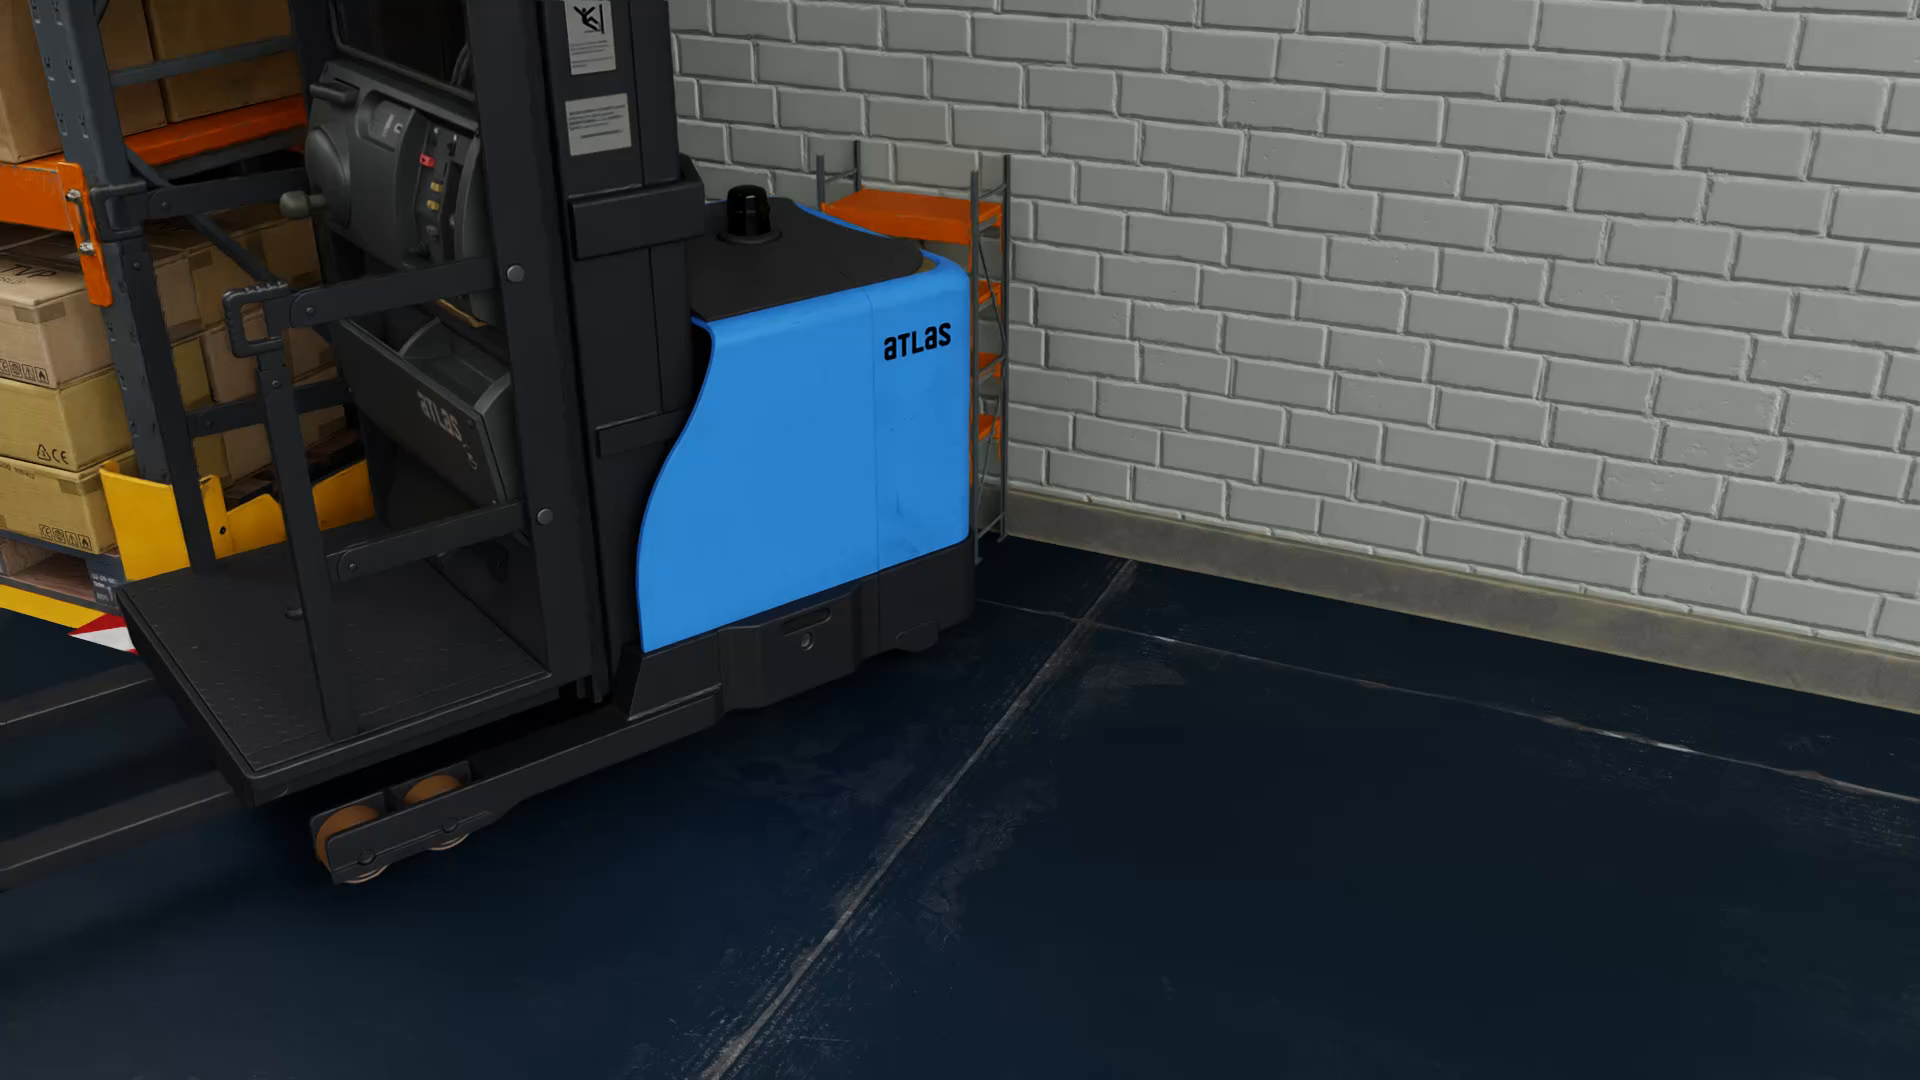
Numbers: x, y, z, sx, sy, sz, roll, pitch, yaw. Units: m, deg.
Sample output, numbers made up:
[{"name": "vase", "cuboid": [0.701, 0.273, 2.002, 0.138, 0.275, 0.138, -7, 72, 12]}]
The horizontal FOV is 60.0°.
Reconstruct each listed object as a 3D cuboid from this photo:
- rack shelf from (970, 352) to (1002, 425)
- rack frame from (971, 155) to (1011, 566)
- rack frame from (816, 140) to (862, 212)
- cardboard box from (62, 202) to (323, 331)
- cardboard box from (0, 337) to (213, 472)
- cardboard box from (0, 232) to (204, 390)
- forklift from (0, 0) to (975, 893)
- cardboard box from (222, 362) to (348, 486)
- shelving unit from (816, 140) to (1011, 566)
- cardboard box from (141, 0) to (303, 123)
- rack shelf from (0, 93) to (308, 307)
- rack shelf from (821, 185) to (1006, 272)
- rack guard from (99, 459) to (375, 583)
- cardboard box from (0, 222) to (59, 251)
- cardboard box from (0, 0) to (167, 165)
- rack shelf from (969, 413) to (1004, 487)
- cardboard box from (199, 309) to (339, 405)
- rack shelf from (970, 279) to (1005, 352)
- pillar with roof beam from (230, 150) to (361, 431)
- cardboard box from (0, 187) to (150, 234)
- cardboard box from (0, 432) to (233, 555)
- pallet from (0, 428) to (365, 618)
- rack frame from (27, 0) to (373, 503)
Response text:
[{"name": "rack shelf", "cuboid": [-0.131, -0.494, 5.030, 0.480, 0.148, 0.258, 11, 27, 23]}, {"name": "rack frame", "cuboid": [0.089, -0.511, 4.907, 0.015, 1.200, 0.240, 11, 27, 23]}, {"name": "rack frame", "cuboid": [-0.352, -0.598, 5.097, 0.015, 1.200, 0.240, 11, 27, 23]}, {"name": "cardboard box", "cuboid": [-2.348, -0.865, 5.117, 0.500, 0.250, 0.500, 11, 28, 21]}, {"name": "cardboard box", "cuboid": [-2.561, -0.440, 4.820, 0.500, 0.250, 0.500, 11, 28, 21]}, {"name": "cardboard box", "cuboid": [-2.537, -0.660, 4.700, 0.500, 0.250, 0.500, 12, 29, 24]}, {"name": "forklift", "cuboid": [-1.430, -0.817, 3.590, 3.031, 2.935, 1.130, -19, 32, -34]}, {"name": "cardboard box", "cuboid": [-2.355, -0.421, 5.347, 0.500, 0.250, 0.500, 11, 28, 22]}, {"name": "shelving unit", "cuboid": [-0.131, -0.555, 5.002, 0.503, 1.200, 0.258, 11, 27, 23]}, {"name": "cardboard box", "cuboid": [-2.325, -1.545, 4.879, 0.500, 0.500, 0.500, 12, 29, 23]}, {"name": "rack shelf", "cuboid": [-3.810, -1.341, 5.392, 4.000, 0.370, 1.077, 11, 28, 22]}, {"name": "rack shelf", "cuboid": [-0.133, -0.911, 4.836, 0.480, 0.148, 0.258, 11, 27, 23]}, {"name": "rack guard", "cuboid": [-1.967, -0.172, 5.033, 0.348, 0.500, 1.175, 11, 28, 22]}, {"name": "cardboard box", "cuboid": [-3.005, -0.751, 4.885, 0.500, 0.250, 0.500, 12, 29, 23]}, {"name": "cardboard box", "cuboid": [-2.546, -1.327, 4.436, 0.500, 0.500, 0.500, 11, 28, 21]}, {"name": "rack shelf", "cuboid": [-0.130, -0.314, 5.114, 0.480, 0.148, 0.258, 11, 27, 23]}, {"name": "cardboard box", "cuboid": [-2.331, -0.646, 5.238, 0.500, 0.250, 0.500, 12, 29, 23]}, {"name": "rack shelf", "cuboid": [-0.132, -0.696, 4.936, 0.480, 0.148, 0.258, 11, 27, 23]}, {"name": "pillar with roof beam", "cuboid": [-4.032, -2.748, 0.644, 0.400, 9.000, 9.100, 11, 28, 22]}, {"name": "cardboard box", "cuboid": [-2.805, -0.955, 5.299, 0.500, 0.250, 0.500, 11, 28, 22]}, {"name": "cardboard box", "cuboid": [-2.548, -0.211, 4.921, 0.500, 0.250, 0.500, 12, 28, 22]}, {"name": "pallet", "cuboid": [-2.702, -0.170, 5.356, 1.213, 0.211, 1.003, 11, 28, 22]}, {"name": "rack frame", "cuboid": [-1.989, -1.298, 4.490, 0.127, 3.000, 1.000, 11, 28, 22]}]
